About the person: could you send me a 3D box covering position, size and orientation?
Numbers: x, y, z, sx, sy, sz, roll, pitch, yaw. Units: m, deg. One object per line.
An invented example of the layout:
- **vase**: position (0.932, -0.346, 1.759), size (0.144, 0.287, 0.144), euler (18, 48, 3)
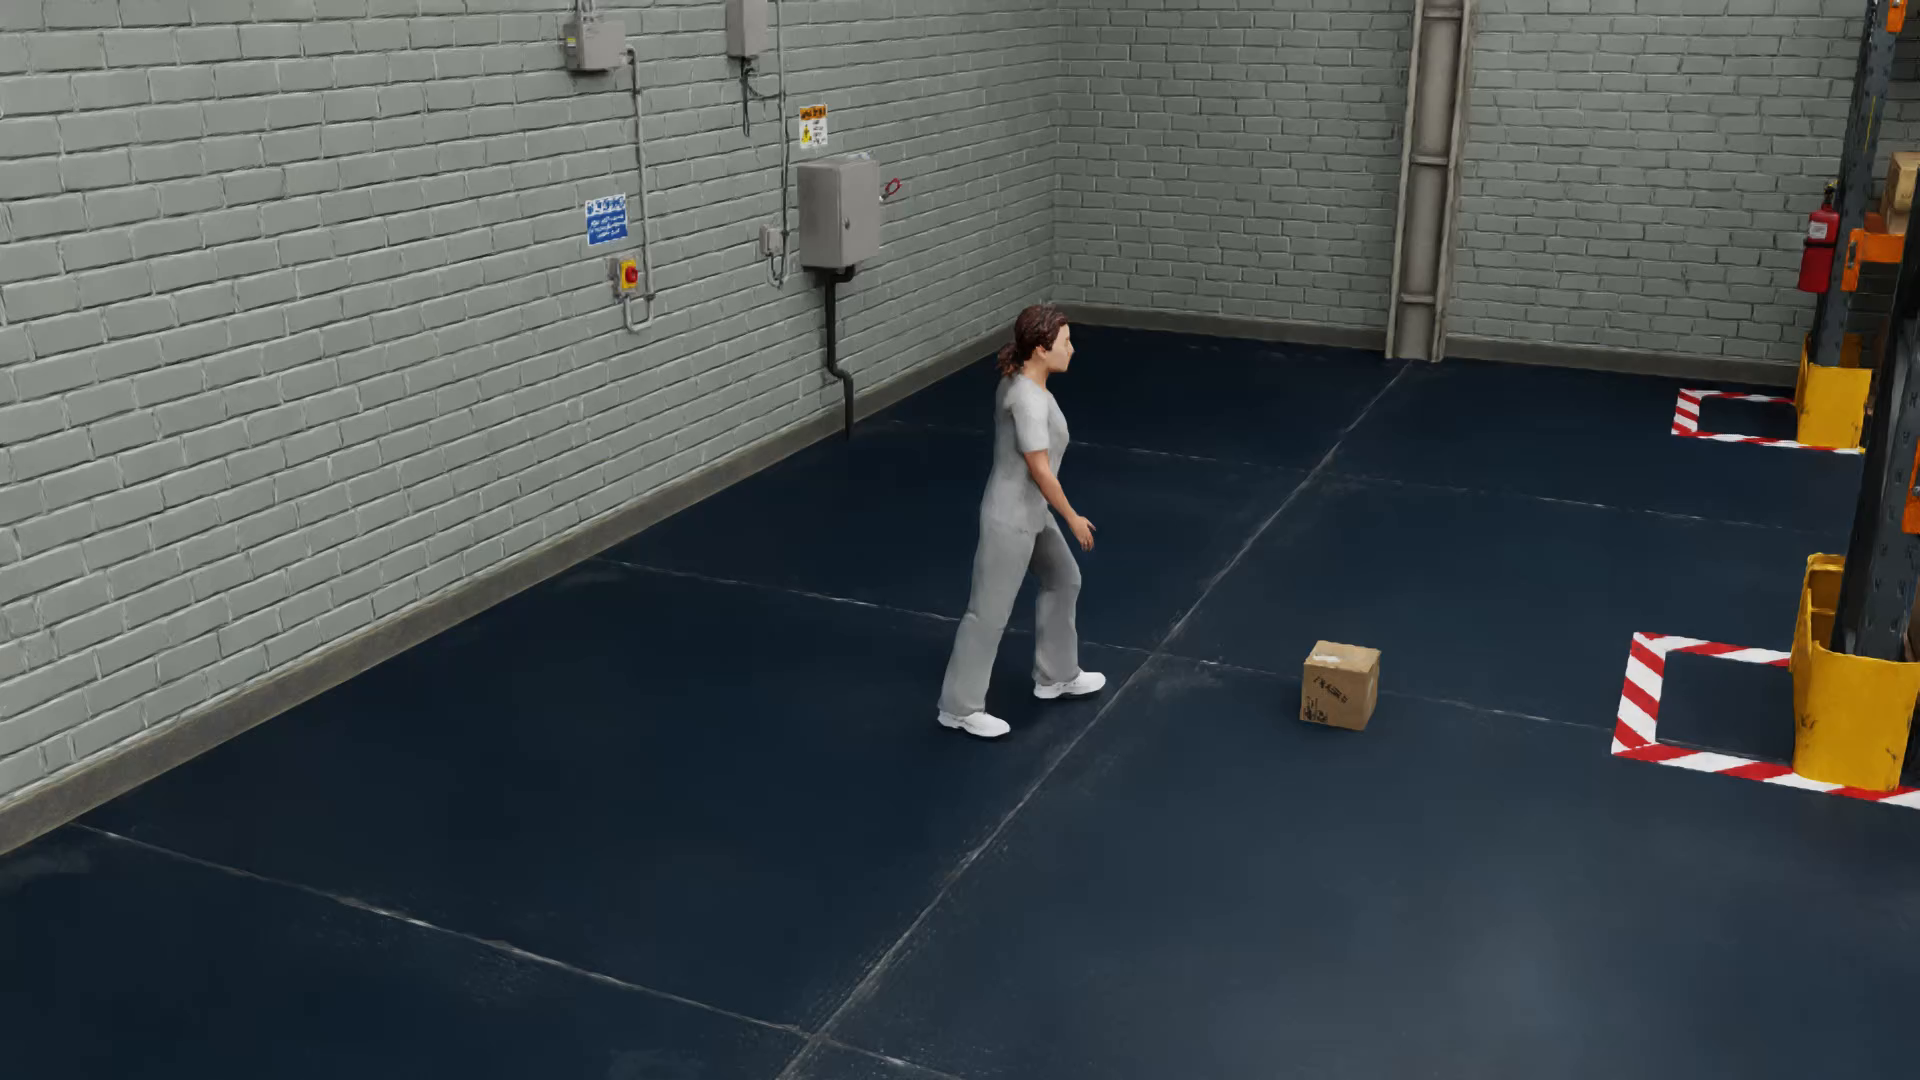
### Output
- **person**: position (0.251, -0.087, 6.339), size (0.676, 1.640, 0.543), euler (0, 19, 1)
